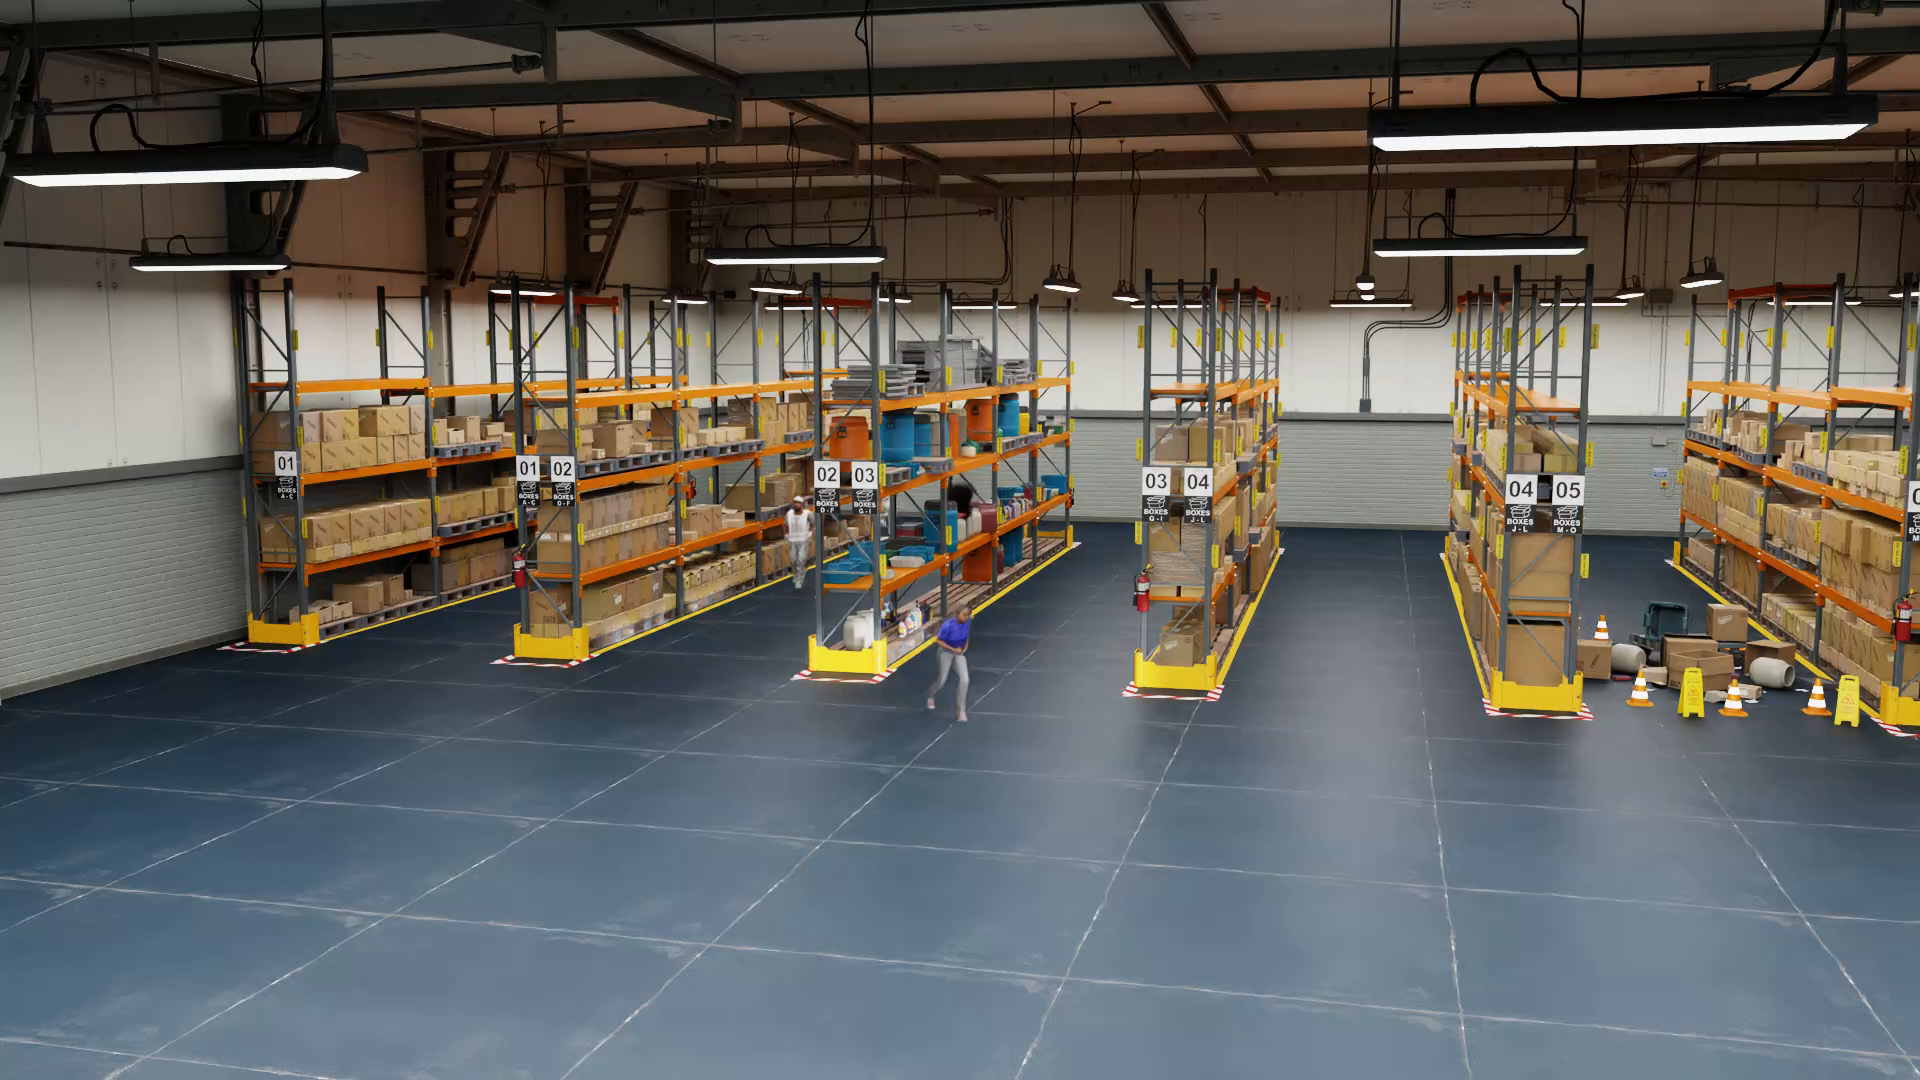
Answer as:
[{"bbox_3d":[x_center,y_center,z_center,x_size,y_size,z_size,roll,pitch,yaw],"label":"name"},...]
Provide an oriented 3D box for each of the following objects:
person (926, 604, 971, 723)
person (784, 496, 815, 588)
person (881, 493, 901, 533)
[{"bbox_3d":[-0.153,1.600,22.200,0.619,1.615,0.962,-5,8,-35],"label":"person"},{"bbox_3d":[-3.059,0.032,31.841,0.676,1.760,0.586,1,7,7],"label":"person"},{"bbox_3d":[-1.892,-1.033,43.317,0.726,1.743,0.770,-6,9,-42],"label":"person"}]
